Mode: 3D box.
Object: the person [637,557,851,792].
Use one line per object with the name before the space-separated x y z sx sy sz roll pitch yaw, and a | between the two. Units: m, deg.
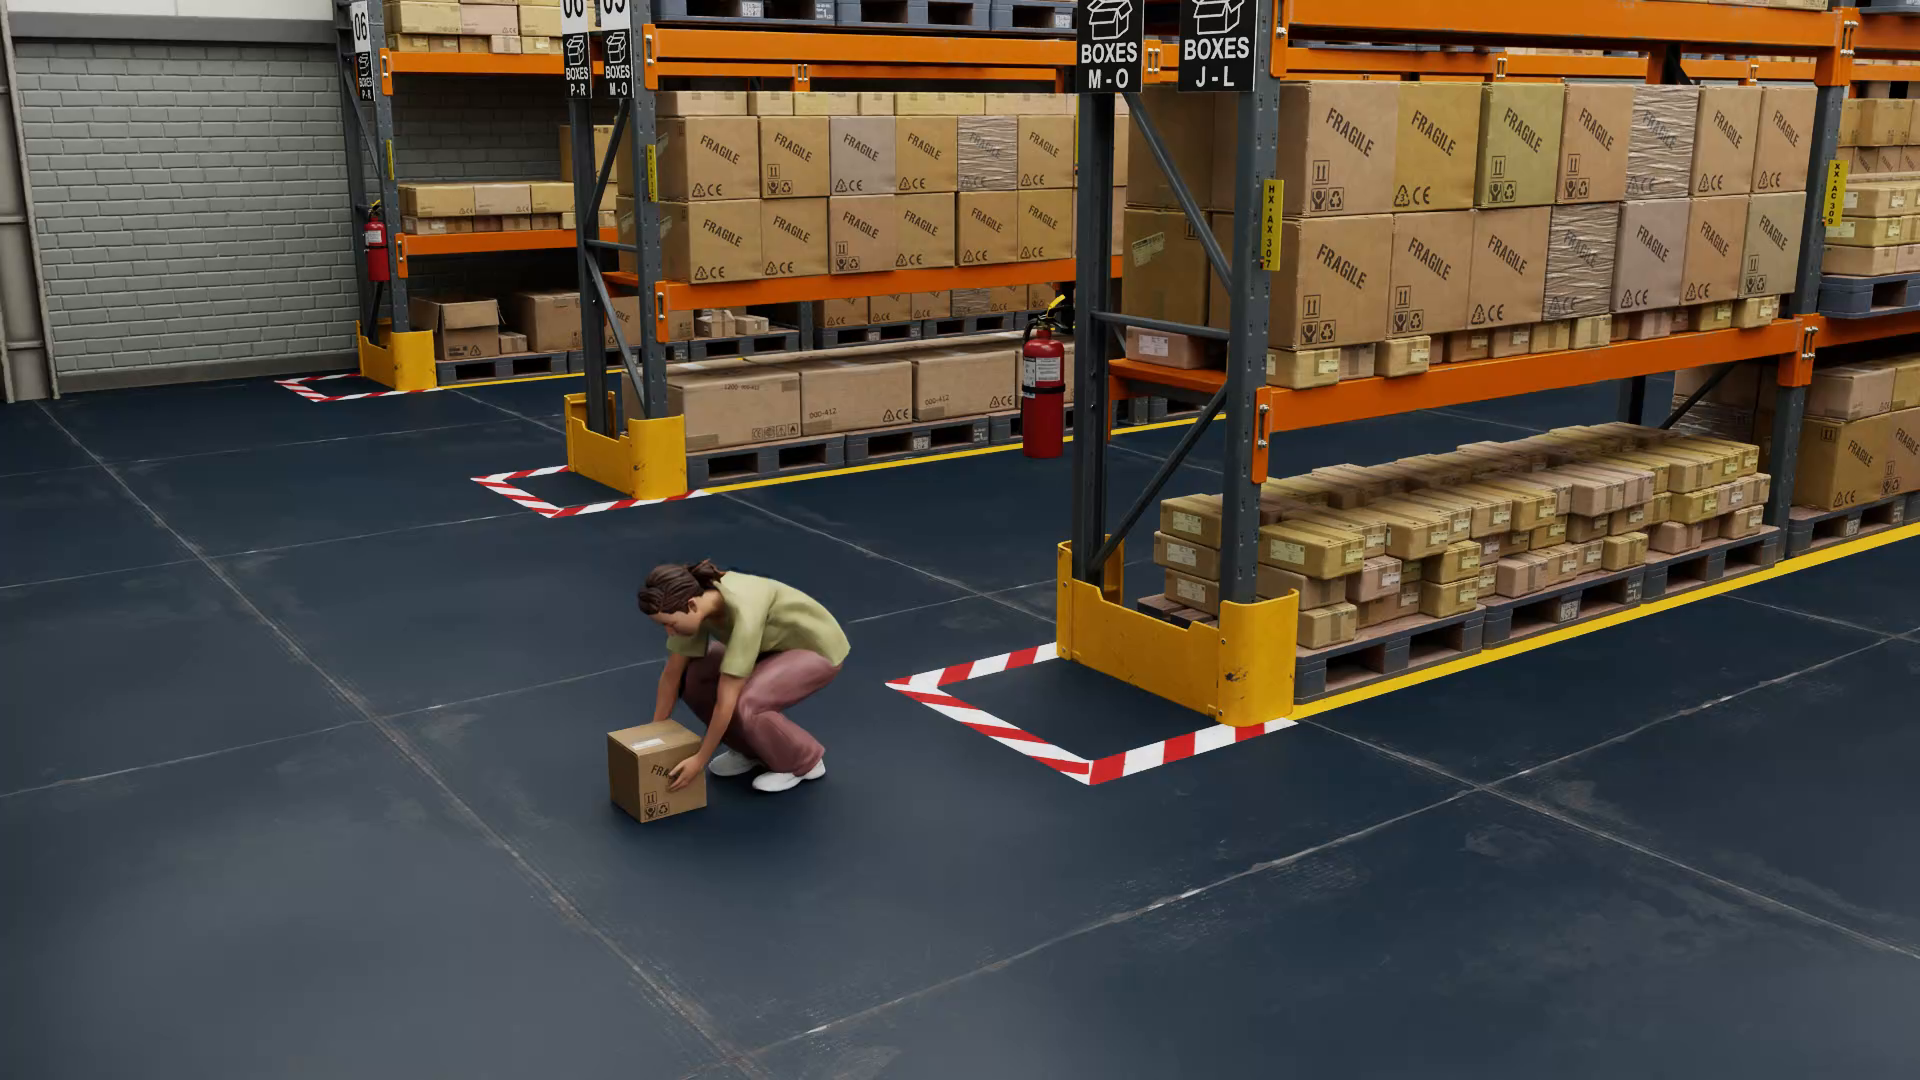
person | -0.759 0.454 5.866 0.801 0.873 0.480 -10 18 -35
